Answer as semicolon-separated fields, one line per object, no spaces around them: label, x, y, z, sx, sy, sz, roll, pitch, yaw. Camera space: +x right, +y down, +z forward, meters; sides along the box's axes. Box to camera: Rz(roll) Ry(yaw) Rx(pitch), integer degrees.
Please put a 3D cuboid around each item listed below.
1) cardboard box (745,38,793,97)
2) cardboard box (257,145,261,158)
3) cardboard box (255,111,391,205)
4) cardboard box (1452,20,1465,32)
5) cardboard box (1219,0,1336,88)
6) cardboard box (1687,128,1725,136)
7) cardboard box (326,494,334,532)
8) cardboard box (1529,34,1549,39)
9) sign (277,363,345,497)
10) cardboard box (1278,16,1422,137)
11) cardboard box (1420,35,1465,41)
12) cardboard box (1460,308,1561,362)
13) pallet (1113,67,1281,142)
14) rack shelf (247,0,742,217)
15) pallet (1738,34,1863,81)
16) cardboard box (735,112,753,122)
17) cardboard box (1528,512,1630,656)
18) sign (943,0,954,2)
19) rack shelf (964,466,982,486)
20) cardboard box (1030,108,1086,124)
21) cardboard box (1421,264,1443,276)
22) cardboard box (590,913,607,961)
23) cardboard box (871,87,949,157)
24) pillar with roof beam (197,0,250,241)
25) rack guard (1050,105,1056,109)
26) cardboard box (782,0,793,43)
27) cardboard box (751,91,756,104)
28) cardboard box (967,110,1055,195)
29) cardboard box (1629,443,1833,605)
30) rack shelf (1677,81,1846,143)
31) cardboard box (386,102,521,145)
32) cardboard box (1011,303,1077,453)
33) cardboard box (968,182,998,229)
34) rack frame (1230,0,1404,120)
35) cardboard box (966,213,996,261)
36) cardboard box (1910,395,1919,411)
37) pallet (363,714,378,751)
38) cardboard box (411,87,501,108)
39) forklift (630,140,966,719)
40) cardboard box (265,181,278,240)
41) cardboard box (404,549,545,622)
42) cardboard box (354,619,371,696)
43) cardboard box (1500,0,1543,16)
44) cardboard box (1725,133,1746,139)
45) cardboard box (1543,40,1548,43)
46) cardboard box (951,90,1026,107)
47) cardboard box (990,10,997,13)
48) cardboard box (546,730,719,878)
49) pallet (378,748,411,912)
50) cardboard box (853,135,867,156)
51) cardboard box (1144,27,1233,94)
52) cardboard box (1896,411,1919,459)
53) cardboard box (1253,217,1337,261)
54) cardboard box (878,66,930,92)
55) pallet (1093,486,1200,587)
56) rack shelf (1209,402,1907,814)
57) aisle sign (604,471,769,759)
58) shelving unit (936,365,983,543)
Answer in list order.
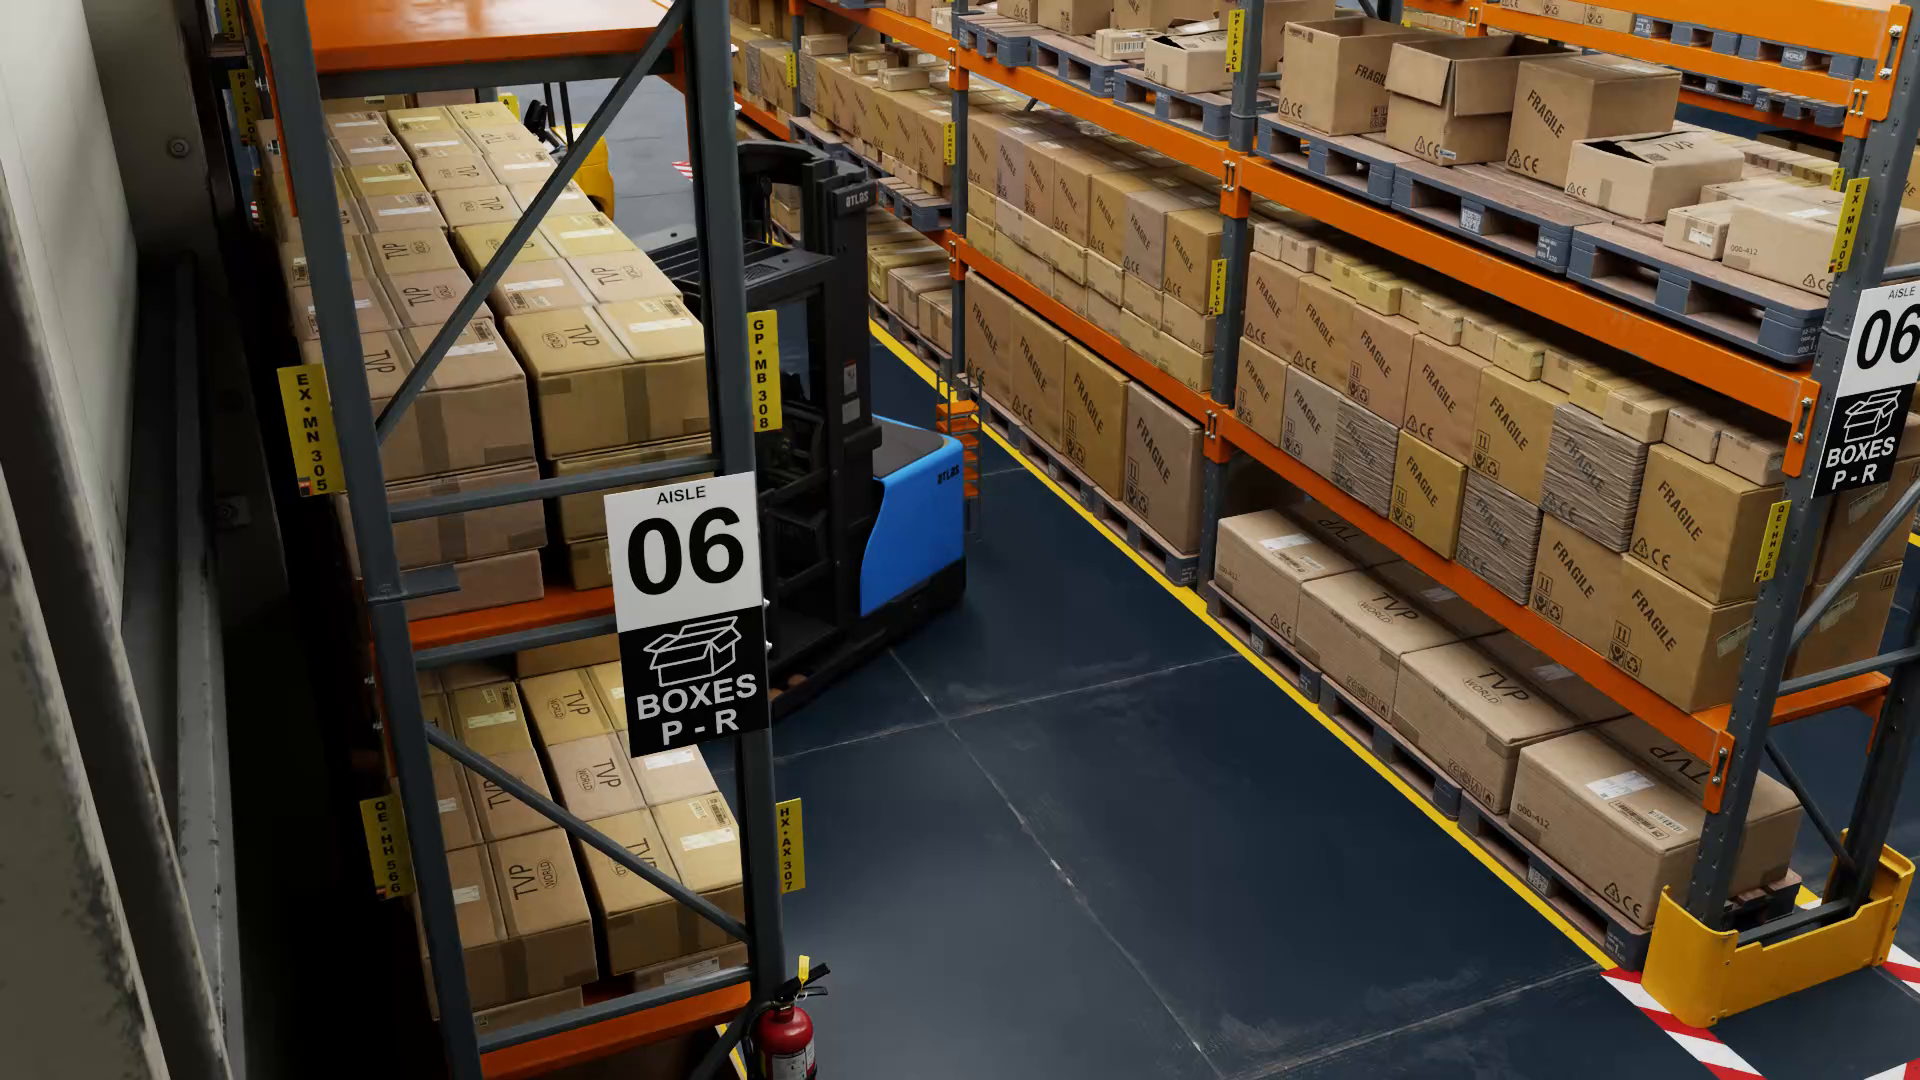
cardboard box;-1.967;-5.029;17.679;0.500;0.500;0.500;-10;28;-19
cardboard box;-5.564;-3.148;13.880;0.500;0.250;0.500;-11;28;-21
cardboard box;-2.650;-1.605;6.962;0.500;0.250;0.500;-11;28;-21
cardboard box;6.791;-6.844;22.135;0.380;0.149;0.250;-11;28;-21
cardboard box;1.906;-3.056;10.080;0.500;0.500;0.500;-11;28;-22
cardboard box;6.051;-3.277;13.673;0.380;0.149;0.250;-9;27;-18
cardboard box;-3.537;-0.186;9.843;0.380;0.149;0.250;-10;28;-20
cardboard box;7.687;-6.580;20.856;0.875;0.500;0.500;-11;28;-21
sign;-1.534;-0.259;3.933;0.100;0.325;0.005;-11;28;-21
cardboard box;2.021;-2.422;8.667;0.500;0.500;0.500;-10;28;-20
cardboard box;4.567;-4.456;15.705;0.700;0.500;0.500;-11;28;-21
cardboard box;2.590;-0.965;7.816;0.380;0.149;0.250;-10;28;-19
pallet;1.579;-2.693;10.146;0.805;0.209;1.217;-12;28;-23
rack shelf;-1.799;-1.779;5.460;1.077;0.370;4.000;-11;28;-21
pallet;6.355;-3.492;11.778;1.213;0.211;1.003;-11;28;-21
cardboard box;-2.435;-4.611;19.075;0.500;0.500;0.500;-12;28;-23
cardboard box;2.935;0.146;7.418;0.500;0.500;0.500;-11;28;-22
sign;-0.083;-4.172;12.368;0.100;0.325;0.005;-11;28;-21
rack shelf;-0.006;-0.397;11.071;0.258;0.103;0.180;-11;28;-21
cardboard box;0.861;-3.014;12.752;0.500;0.500;0.500;-11;28;-22
cardboard box;2.605;-1.459;8.826;0.380;0.149;0.250;-11;28;-21
cardboard box;-1.034;1.238;5.581;0.380;0.149;0.250;-10;28;-19
cardboard box;-0.428;-3.597;14.268;0.500;0.500;0.500;-13;29;-24
pillar with roof beam;-3.877;-8.059;17.499;9.100;9.000;0.400;-11;28;-21
rack guard;1.790;-5.691;22.337;1.175;0.500;0.348;-11;28;-21
cardboard box;-1.473;-5.559;17.624;0.700;0.500;0.500;-11;28;-22
cardboard box;-2.029;-4.781;17.910;0.380;0.149;0.250;-11;28;-22
cardboard box;0.386;-2.937;12.593;0.500;0.500;0.500;-12;28;-22
cardboard box;3.143;-0.102;6.787;0.500;0.500;0.500;-10;28;-19
rack shelf;8.753;-4.871;18.627;1.077;0.370;4.000;-11;28;-21
cardboard box;-2.163;-1.691;7.138;0.500;0.250;0.500;-10;28;-20
cardboard box;0.957;-1.264;12.363;0.875;0.875;0.875;-10;28;-20
cardboard box;0.389;-2.594;12.746;0.500;0.250;0.500;-11;28;-21
rack frame;1.984;-3.765;8.705;1.000;3.000;0.127;-11;28;-21
cardboard box;0.378;-2.376;12.868;0.500;0.250;0.500;-11;28;-21
cardboard box;7.014;-0.940;11.850;0.380;0.149;0.250;-10;28;-20
pallet;-2.935;0.716;9.542;1.003;0.211;1.213;-11;28;-21
cardboard box;-2.379;-2.185;7.770;0.396;0.266;0.258;-11;28;-21
forklift;-1.248;-0.569;9.075;1.130;2.935;3.031;18;31;33
cardboard box;-2.646;-1.376;7.062;0.500;0.250;0.500;-11;28;-22
cardboard box;-1.354;0.076;4.544;0.380;0.149;0.250;-10;28;-19
cardboard box;-2.233;0.375;6.895;0.500;0.250;0.500;-10;28;-19
cardboard box;4.911;-4.692;13.908;0.500;0.500;0.500;-11;28;-21
cardboard box;8.579;-4.403;19.196;0.700;0.500;0.500;-13;29;-25
cardboard box;7.483;-6.139;20.691;0.380;0.149;0.250;-11;28;-21
cardboard box;0.244;-3.482;14.031;0.500;0.500;0.500;-9;27;-18
cardboard box;0.451;-4.075;13.046;0.380;0.149;0.250;-11;28;-21
cardboard box;-1.143;0.901;5.818;0.500;0.250;0.500;-10;28;-20
pallet;-2.314;1.316;8.315;1.003;0.211;1.213;-11;28;-21
cardboard box;-0.738;-3.566;14.943;0.380;0.149;0.250;-9;28;-19
cardboard box;1.446;-2.885;9.945;0.500;0.311;0.500;-11;28;-21
cardboard box;3.666;-0.431;6.721;0.380;0.149;0.250;-10;28;-20
cardboard box;1.869;-1.683;9.285;0.380;0.149;0.250;-11;28;-21
cardboard box;-0.483;-3.955;14.260;0.380;0.149;0.250;-12;28;-23
pallet;1.612;-0.115;11.244;1.003;0.211;1.213;-11;28;-21
rack shelf;2.767;0.061;8.525;1.077;0.370;4.000;-11;28;-21
aisle sign;-0.718;0.209;4.440;0.394;0.787;0.004;-11;28;-21
shelving unit;-0.006;-0.545;10.999;0.258;1.200;0.189;-11;28;-21
